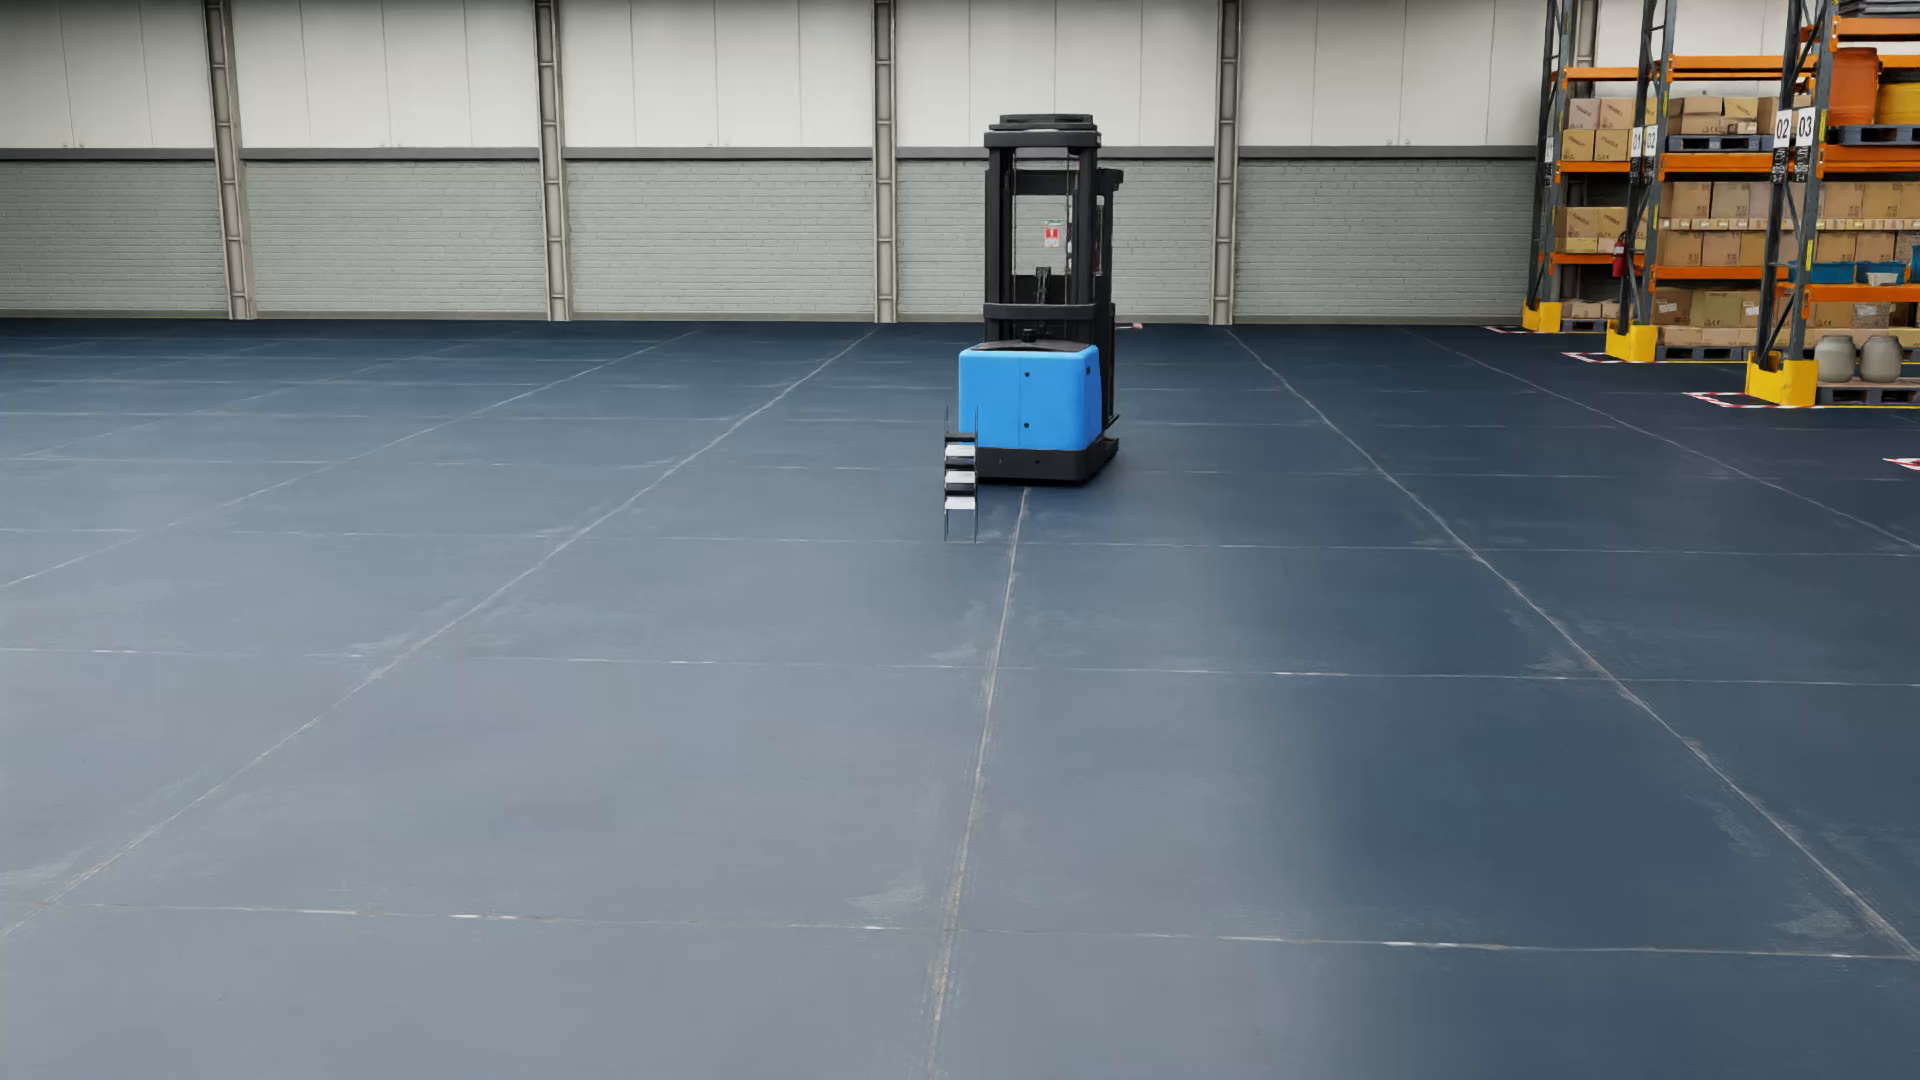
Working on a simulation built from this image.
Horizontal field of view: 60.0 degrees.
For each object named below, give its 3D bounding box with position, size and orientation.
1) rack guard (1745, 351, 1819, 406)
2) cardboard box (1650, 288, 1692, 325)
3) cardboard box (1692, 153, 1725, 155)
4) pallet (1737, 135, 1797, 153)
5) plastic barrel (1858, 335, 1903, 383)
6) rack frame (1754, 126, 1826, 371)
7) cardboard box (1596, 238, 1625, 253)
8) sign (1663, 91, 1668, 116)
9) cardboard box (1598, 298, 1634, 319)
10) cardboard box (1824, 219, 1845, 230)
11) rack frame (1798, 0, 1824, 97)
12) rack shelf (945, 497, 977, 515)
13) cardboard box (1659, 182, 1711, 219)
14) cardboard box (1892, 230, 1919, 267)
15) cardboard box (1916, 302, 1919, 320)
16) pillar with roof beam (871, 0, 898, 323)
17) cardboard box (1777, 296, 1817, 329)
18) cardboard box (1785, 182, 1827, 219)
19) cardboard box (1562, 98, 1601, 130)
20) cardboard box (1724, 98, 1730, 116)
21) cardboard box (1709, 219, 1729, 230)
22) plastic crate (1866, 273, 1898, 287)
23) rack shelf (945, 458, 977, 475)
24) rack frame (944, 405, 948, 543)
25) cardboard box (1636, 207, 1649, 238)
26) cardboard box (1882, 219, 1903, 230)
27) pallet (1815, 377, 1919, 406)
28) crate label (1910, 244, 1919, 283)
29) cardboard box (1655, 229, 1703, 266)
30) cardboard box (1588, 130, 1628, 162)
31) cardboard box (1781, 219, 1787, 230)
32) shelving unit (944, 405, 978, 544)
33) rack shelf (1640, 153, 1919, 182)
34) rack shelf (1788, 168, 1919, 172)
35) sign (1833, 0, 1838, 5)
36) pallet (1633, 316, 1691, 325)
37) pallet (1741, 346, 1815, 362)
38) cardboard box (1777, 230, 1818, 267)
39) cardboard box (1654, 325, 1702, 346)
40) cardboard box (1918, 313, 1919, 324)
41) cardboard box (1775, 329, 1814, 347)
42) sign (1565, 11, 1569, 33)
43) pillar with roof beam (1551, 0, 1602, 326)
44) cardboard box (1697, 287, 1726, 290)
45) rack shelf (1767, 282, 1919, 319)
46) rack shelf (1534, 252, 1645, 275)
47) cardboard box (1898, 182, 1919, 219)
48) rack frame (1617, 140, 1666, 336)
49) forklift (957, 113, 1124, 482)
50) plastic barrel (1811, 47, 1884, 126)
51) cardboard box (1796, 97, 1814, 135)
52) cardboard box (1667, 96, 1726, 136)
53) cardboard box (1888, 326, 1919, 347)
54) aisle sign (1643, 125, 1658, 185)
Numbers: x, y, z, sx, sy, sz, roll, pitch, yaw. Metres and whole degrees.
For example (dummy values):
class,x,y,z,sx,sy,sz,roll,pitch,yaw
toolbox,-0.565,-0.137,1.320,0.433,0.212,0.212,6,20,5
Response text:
class,x,y,z,sx,sy,sz,roll,pitch,yaw
rack guard,9.298,-1.838,18.836,0.348,0.500,1.175,1,12,4
cardboard box,10.109,-3.345,23.793,0.500,0.500,0.500,1,12,4
cardboard box,12.293,-6.515,27.469,0.500,0.500,0.500,0,12,2
pallet,11.478,-5.459,22.929,1.213,0.211,1.003,1,12,4
plastic barrel,10.381,-2.041,18.749,0.421,0.512,0.421,0,12,0
rack frame,9.219,-3.053,18.539,0.127,3.000,1.000,1,12,4
cardboard box,10.866,-4.938,27.865,0.500,0.250,0.500,0,12,2
sign,9.511,-5.887,22.430,0.005,0.325,0.100,1,12,4
cardboard box,11.135,-3.941,28.274,0.500,0.311,0.500,2,12,8
cardboard box,11.993,-4.355,22.931,0.250,0.149,0.380,1,12,5
rack frame,13.873,-7.959,27.338,0.127,3.000,1.000,1,12,4
rack shelf,0.008,-0.232,11.219,0.200,0.077,0.258,1,12,4
cardboard box,10.072,-4.739,23.186,0.500,0.500,0.700,1,12,4
cardboard box,13.102,-4.064,23.127,0.500,0.500,0.700,0,12,2
cardboard box,16.138,-3.991,28.050,0.500,0.500,0.700,1,12,3
pillar with roof beam,-1.623,-7.466,24.979,0.400,9.000,9.100,1,12,4
cardboard box,11.571,-3.218,23.185,0.500,0.500,0.500,1,12,4
cardboard box,11.600,-4.720,23.093,0.500,0.500,0.700,1,12,4
cardboard box,10.250,-7.039,27.530,0.500,0.500,0.500,0,12,0
cardboard box,12.285,-7.001,27.348,0.500,0.500,0.500,0,12,2
cardboard box,10.444,-4.376,23.031,0.250,0.149,0.380,1,12,4
plastic crate,10.091,-2.846,18.193,0.250,0.136,0.298,1,12,4
rack shelf,0.008,-0.496,11.164,0.200,0.077,0.258,1,12,4
rack frame,-0.093,-0.442,11.182,0.006,0.900,0.240,1,12,4
cardboard box,11.345,-5.296,27.744,0.500,0.500,0.500,0,12,2
cardboard box,12.752,-4.344,22.879,0.250,0.149,0.380,0,12,2
pallet,10.109,-1.685,18.807,1.213,0.211,1.003,1,12,4
crate label,11.074,-3.101,18.679,0.616,0.435,0.502,1,12,4
cardboard box,10.019,-4.105,23.323,0.500,0.500,0.700,1,12,4
cardboard box,10.732,-6.534,27.559,0.500,0.500,0.500,2,12,8
cardboard box,11.216,-4.365,22.981,0.250,0.149,0.380,1,12,3
shelving unit,0.008,-0.440,11.175,0.210,0.900,0.258,1,12,4
rack shelf,11.550,-5.154,23.012,4.000,0.370,1.077,1,12,4
rack shelf,15.868,-6.111,27.588,4.000,0.370,1.077,1,12,4
sign,9.178,-5.775,17.409,0.005,0.325,0.100,1,12,4
pallet,11.980,-3.676,28.325,1.213,0.211,1.003,1,12,4
pallet,11.534,-2.681,23.570,1.213,0.211,1.003,1,12,4
cardboard box,11.564,-4.085,23.224,0.500,0.500,0.700,1,12,5
cardboard box,10.074,-2.872,23.362,0.500,0.250,0.500,1,12,4
cardboard box,13.968,-3.198,23.549,0.500,0.311,0.500,1,12,4
cardboard box,11.571,-2.851,23.262,0.500,0.250,0.500,1,12,4
sign,9.845,-8.399,26.966,0.005,0.325,0.100,1,12,4
pillar with roof beam,10.350,-7.301,24.194,0.400,9.000,9.100,1,12,4
cardboard box,12.834,-4.020,28.192,0.500,0.500,0.500,0,12,-1
rack shelf,11.215,-2.674,18.481,4.000,0.370,1.077,1,12,4
rack shelf,11.877,-4.698,28.157,4.000,0.370,1.077,1,12,4
cardboard box,13.102,-4.699,22.994,0.500,0.500,0.700,1,12,4
rack frame,9.554,-4.065,23.376,0.127,3.000,1.000,1,12,4
forklift,0.805,-2.160,14.433,1.130,2.935,3.031,3,12,13
plastic barrel,9.713,-4.957,18.237,0.708,0.830,0.600,1,12,4
cardboard box,11.910,-5.852,22.970,0.637,0.503,0.797,2,12,10
cardboard box,10.127,-5.849,22.959,0.637,0.503,0.797,2,12,8
cardboard box,13.068,-2.832,23.170,0.500,0.250,0.500,1,12,4
aisle sign,9.468,-5.276,22.815,0.004,0.787,0.394,1,12,4
